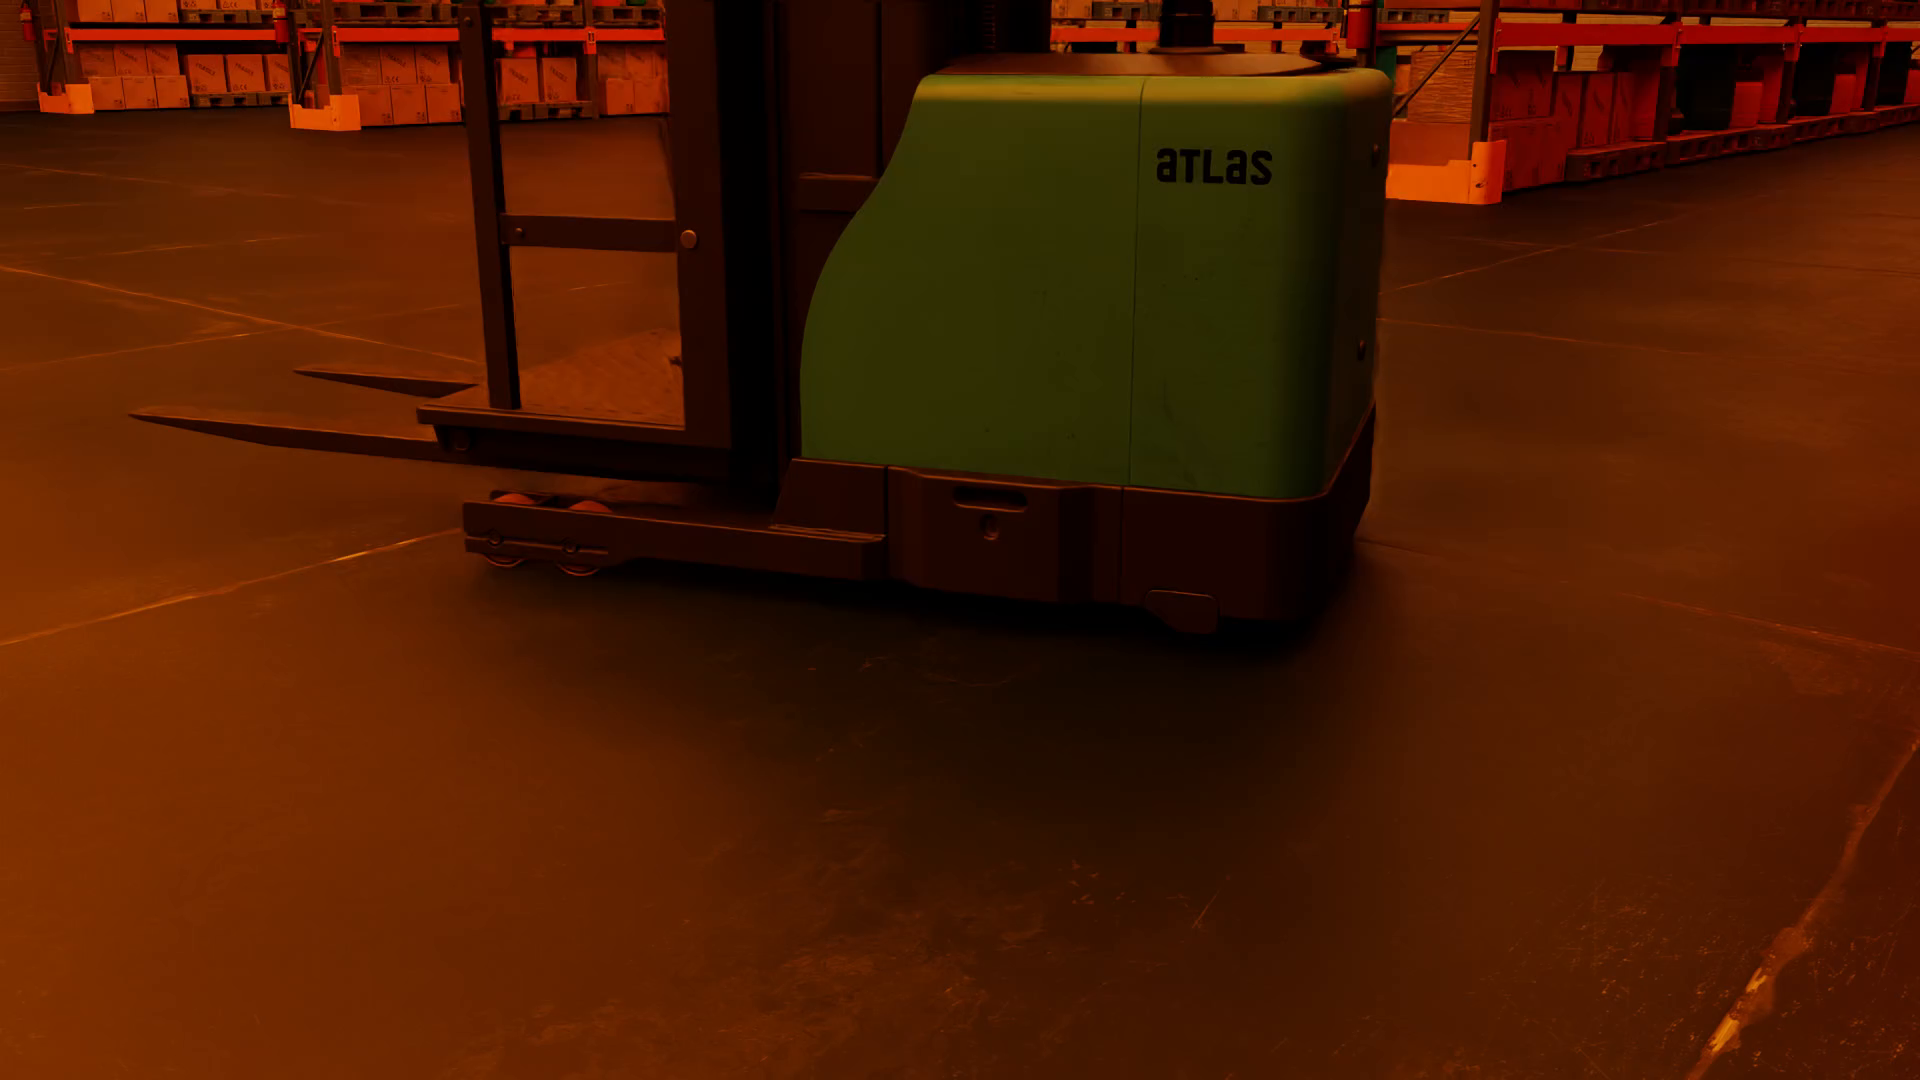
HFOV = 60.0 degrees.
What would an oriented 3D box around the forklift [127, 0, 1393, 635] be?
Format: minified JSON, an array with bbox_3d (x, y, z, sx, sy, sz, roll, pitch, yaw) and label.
[{"bbox_3d":[-0.586,-1.458,3.698,3.031,2.935,1.130,6,18,18],"label":"forklift"}]
